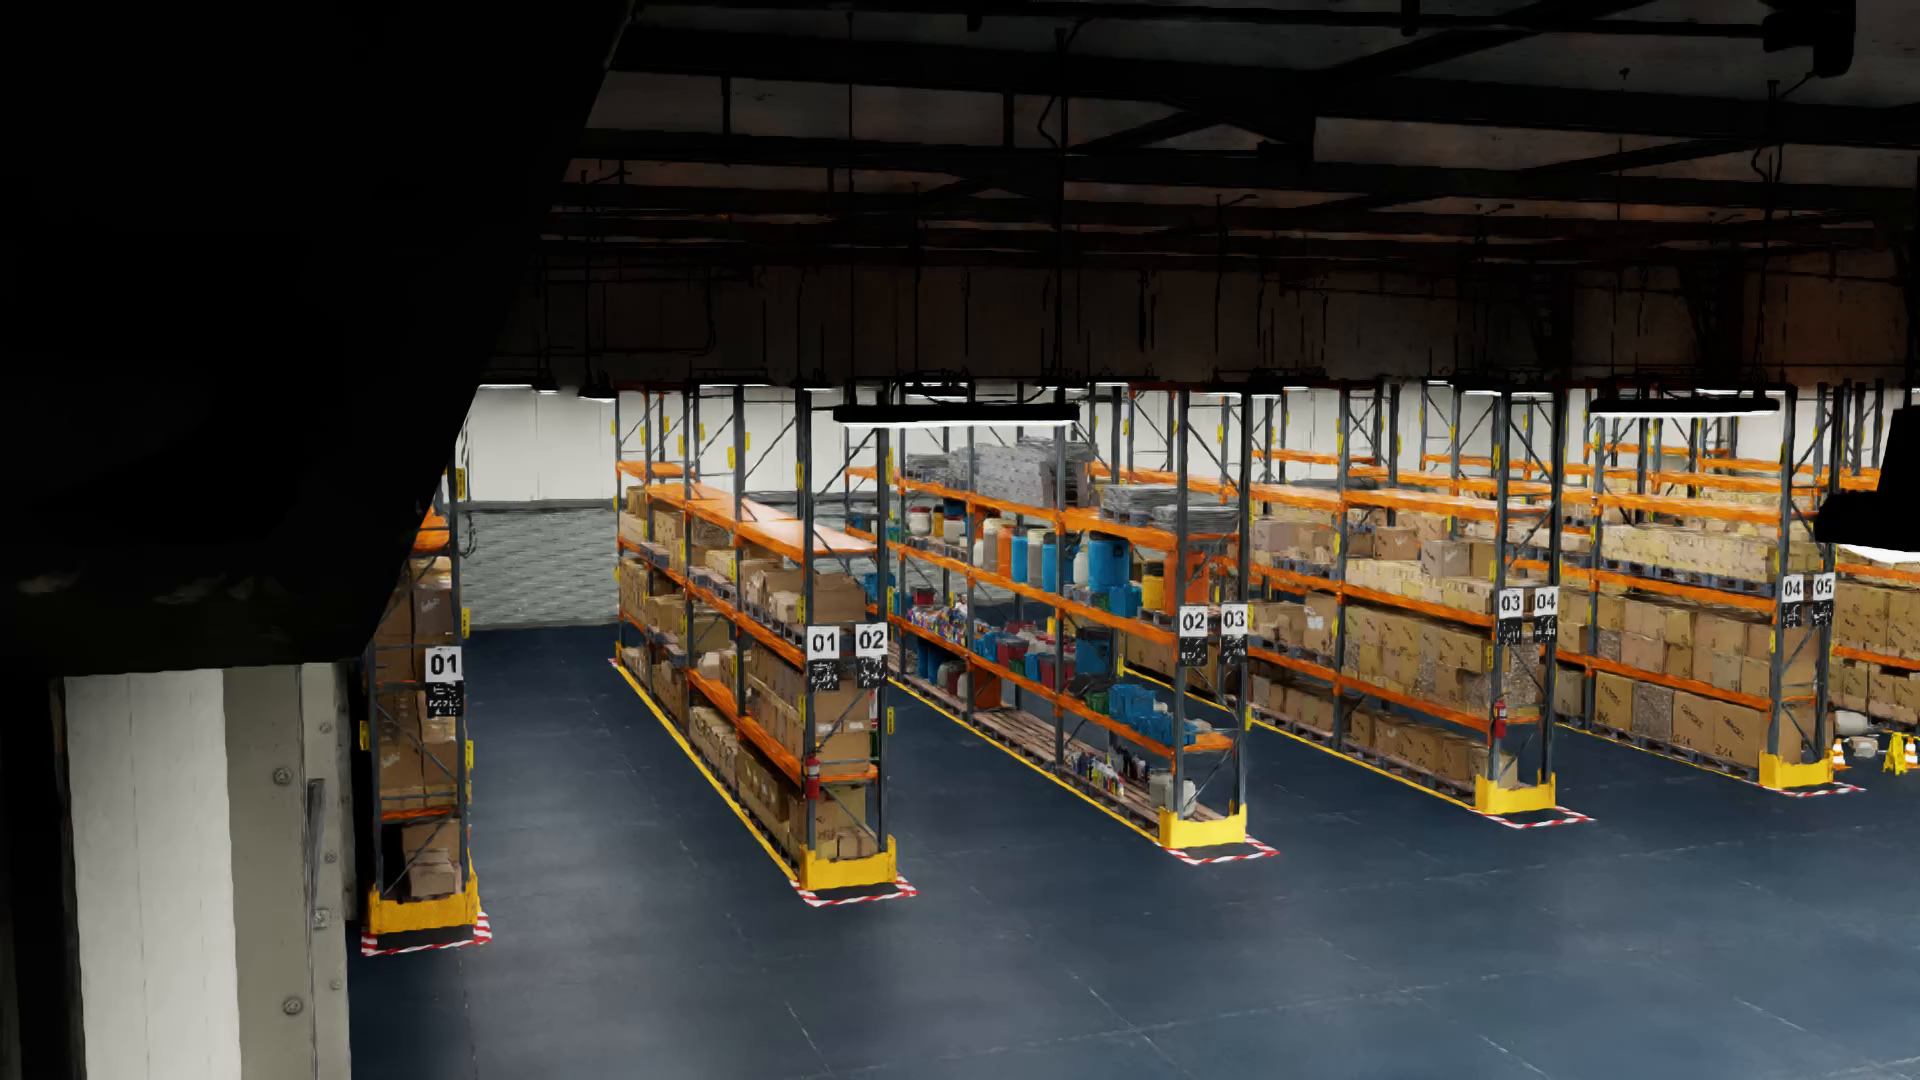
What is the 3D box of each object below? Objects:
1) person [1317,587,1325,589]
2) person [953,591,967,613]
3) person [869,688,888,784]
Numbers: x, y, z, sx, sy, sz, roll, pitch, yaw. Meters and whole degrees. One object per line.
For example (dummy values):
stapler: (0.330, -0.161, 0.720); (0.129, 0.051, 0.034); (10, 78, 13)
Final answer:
person: (7.573, 1.780, 34.915); (0.563, 1.707, 1.118); (-2, 6, -21)
person: (-0.028, 1.841, 34.832); (0.638, 1.607, 0.814); (-4, 7, -36)
person: (-1.378, 2.837, 24.958); (0.677, 1.742, 0.552); (-2, 6, -21)
